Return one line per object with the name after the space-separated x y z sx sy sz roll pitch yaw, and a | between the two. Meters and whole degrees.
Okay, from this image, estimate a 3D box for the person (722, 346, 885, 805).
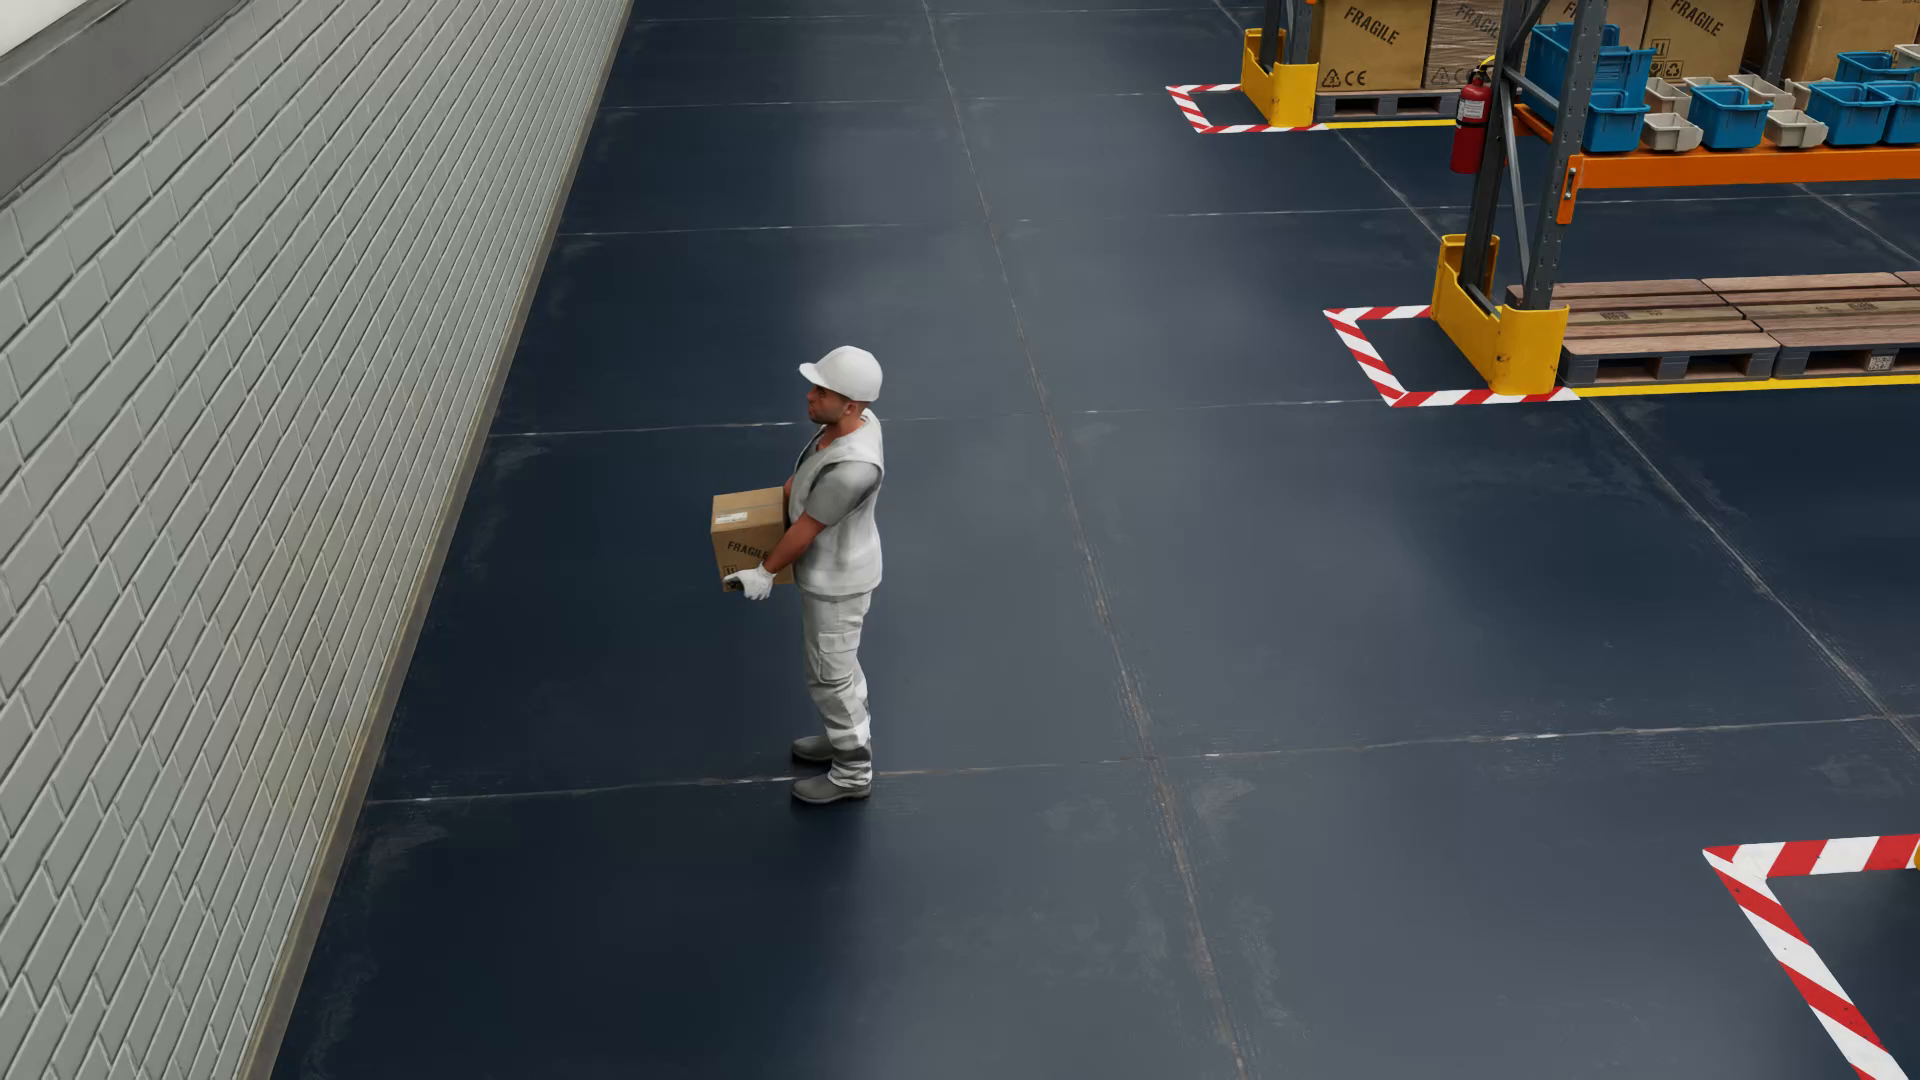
-0.542 0.141 5.879 0.573 1.782 0.493 -2 31 -4 | person
